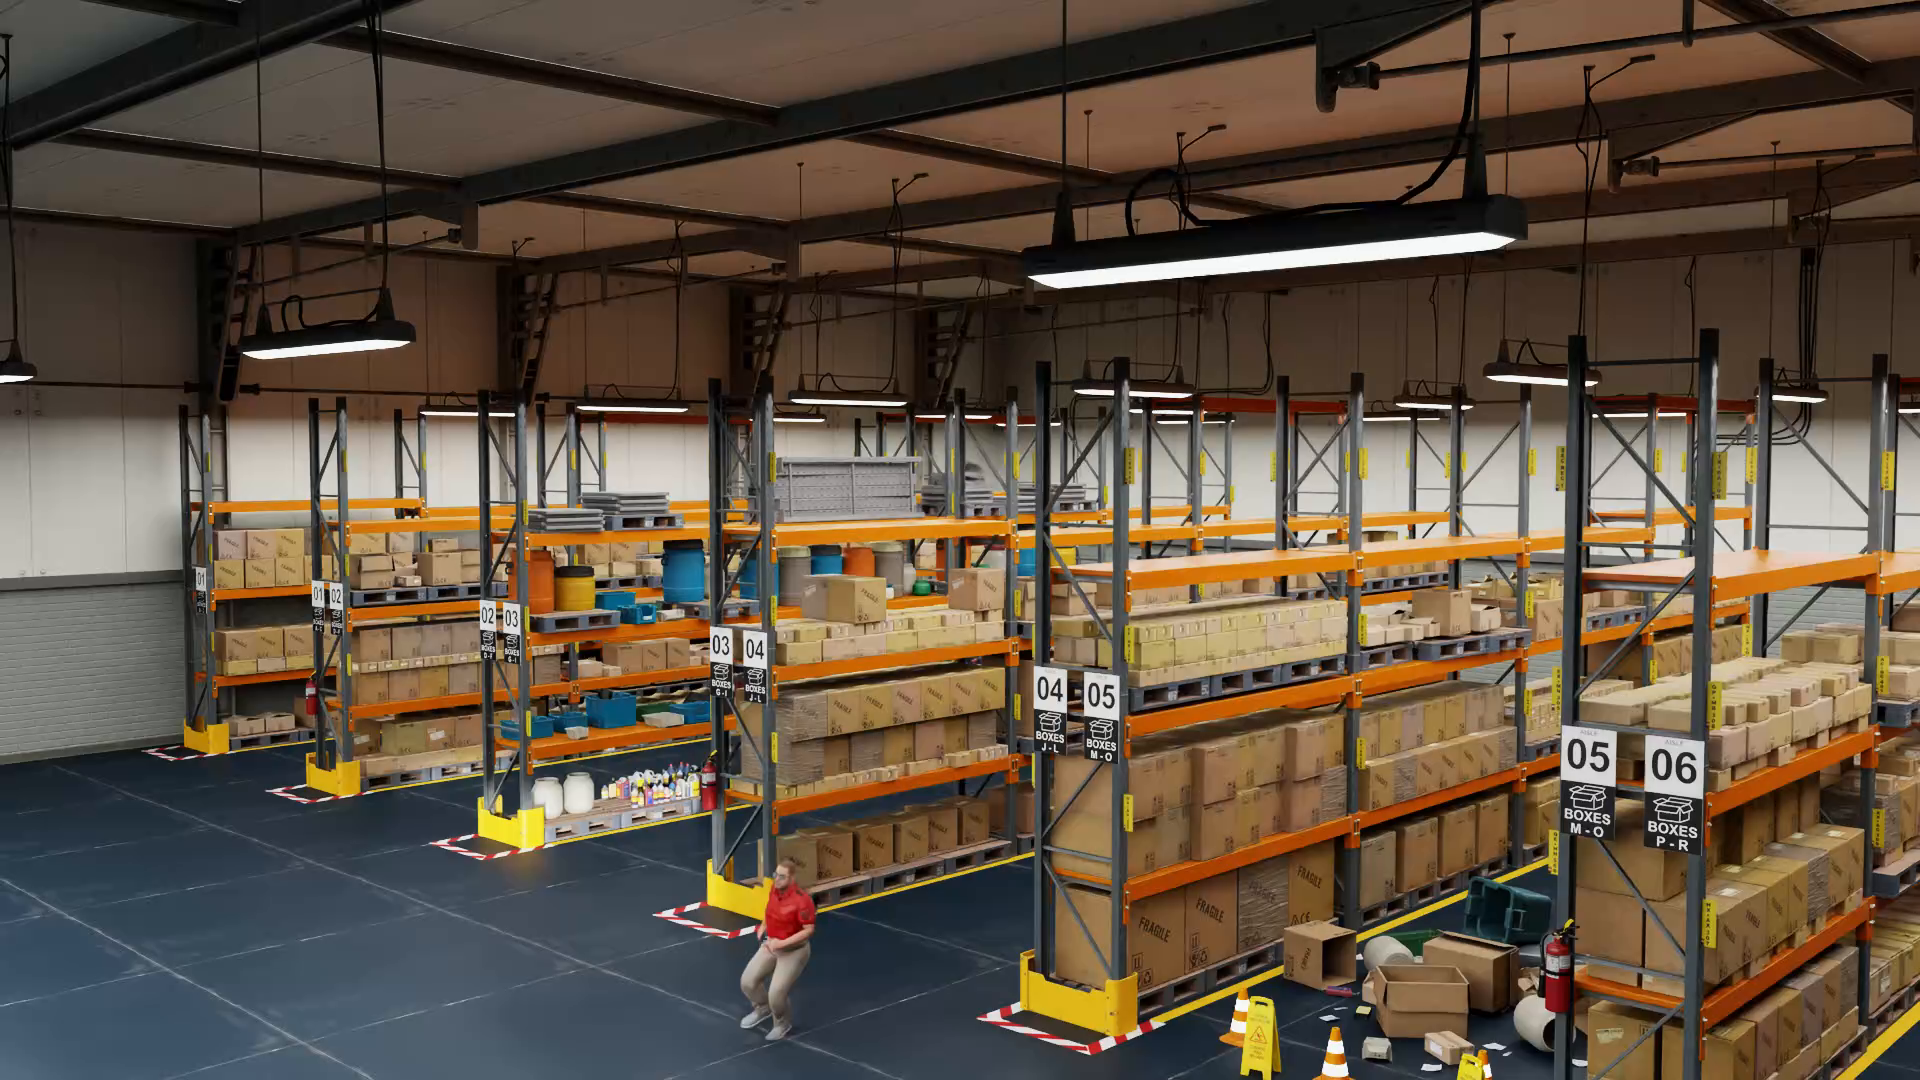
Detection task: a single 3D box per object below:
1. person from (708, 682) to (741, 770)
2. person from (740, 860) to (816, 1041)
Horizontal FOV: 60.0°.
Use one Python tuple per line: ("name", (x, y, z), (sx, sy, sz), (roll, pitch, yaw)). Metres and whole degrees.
("person", (-3.466, 2.929, 26.599), (1.106, 1.584, 0.687), (0, 3, -8))
("person", (-1.622, 3.608, 14.528), (0.864, 1.657, 0.634), (2, 4, 34))
